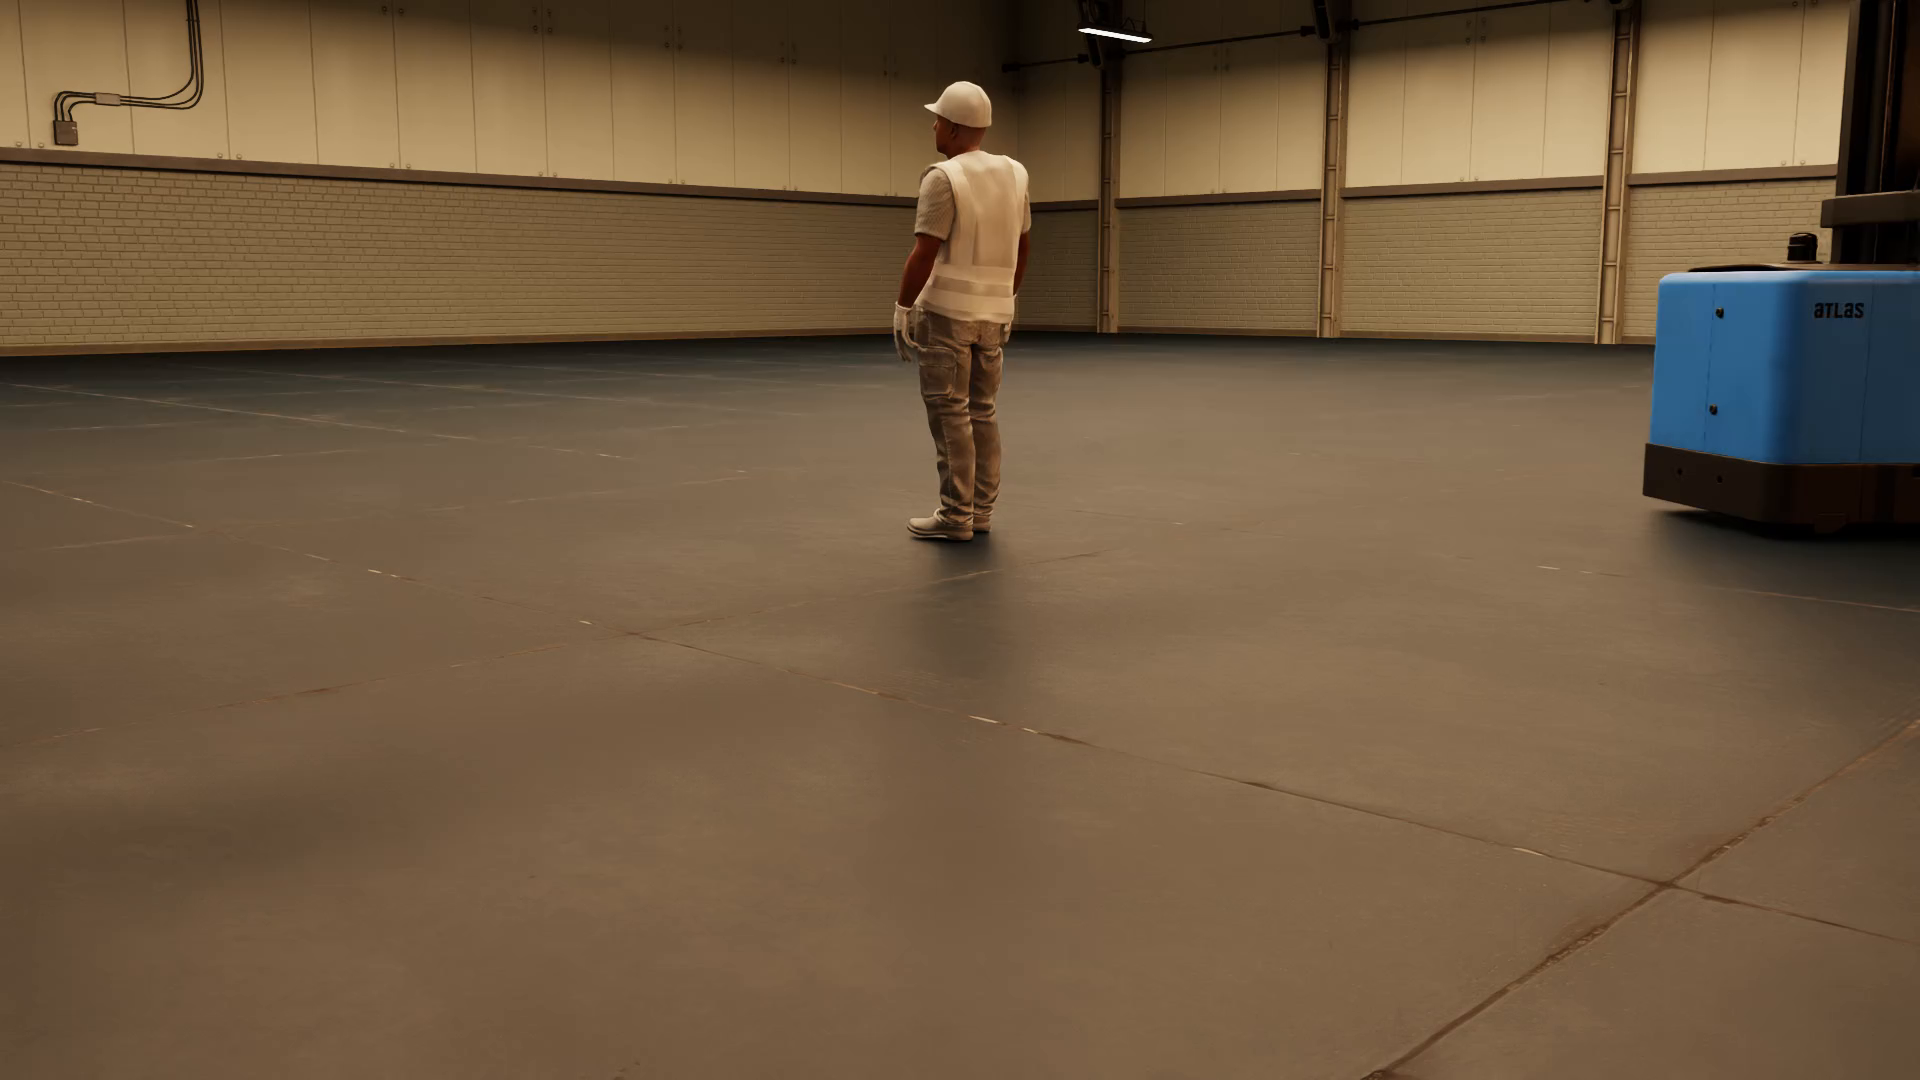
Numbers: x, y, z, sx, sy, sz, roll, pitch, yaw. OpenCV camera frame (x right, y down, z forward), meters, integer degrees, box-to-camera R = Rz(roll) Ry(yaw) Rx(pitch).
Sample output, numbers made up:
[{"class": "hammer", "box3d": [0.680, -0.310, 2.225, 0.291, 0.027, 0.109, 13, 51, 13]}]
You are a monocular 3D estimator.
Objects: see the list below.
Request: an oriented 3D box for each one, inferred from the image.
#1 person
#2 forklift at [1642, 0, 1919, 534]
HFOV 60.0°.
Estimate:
[{"class": "person", "box3d": [-0.046, -0.897, 6.639, 0.575, 1.785, 0.657, 8, 12, 43]}, {"class": "forklift", "box3d": [4.672, -1.545, 7.132, 3.031, 2.935, 1.130, -1, 9, -7]}]
